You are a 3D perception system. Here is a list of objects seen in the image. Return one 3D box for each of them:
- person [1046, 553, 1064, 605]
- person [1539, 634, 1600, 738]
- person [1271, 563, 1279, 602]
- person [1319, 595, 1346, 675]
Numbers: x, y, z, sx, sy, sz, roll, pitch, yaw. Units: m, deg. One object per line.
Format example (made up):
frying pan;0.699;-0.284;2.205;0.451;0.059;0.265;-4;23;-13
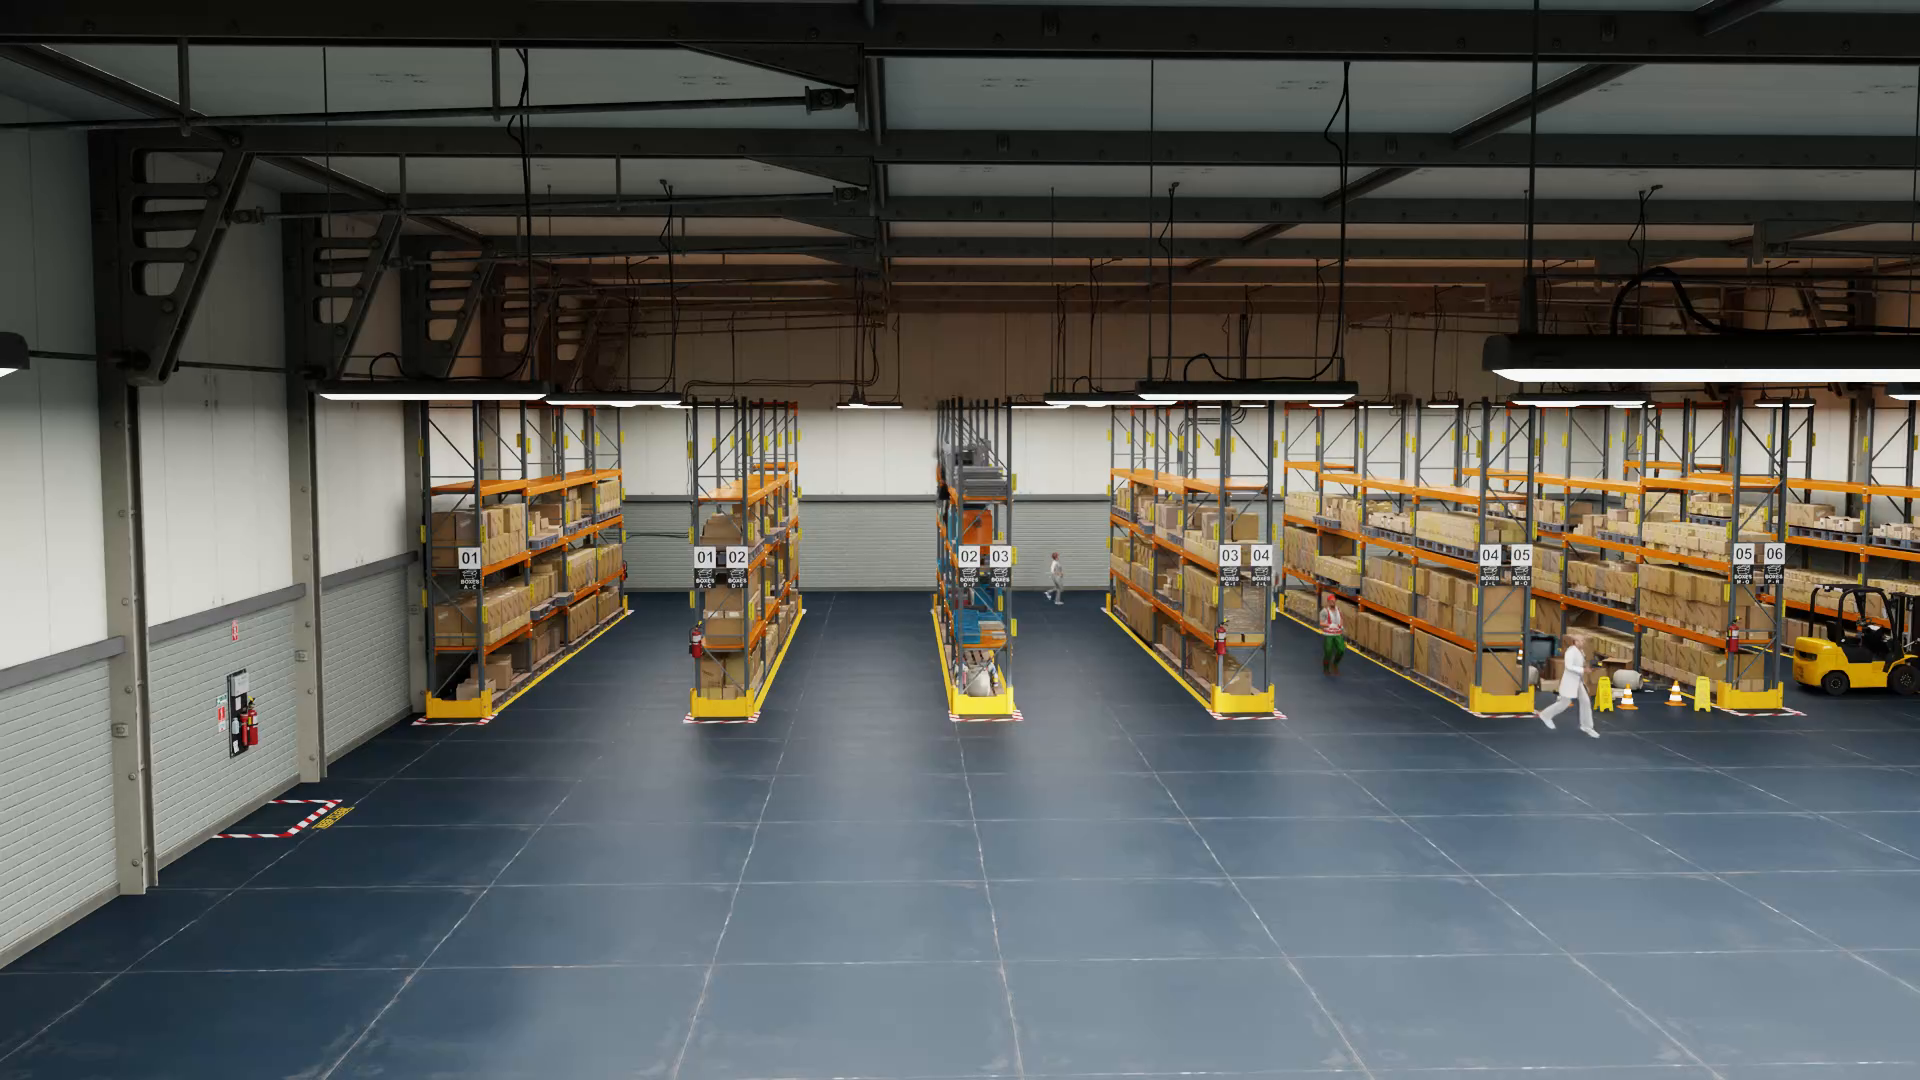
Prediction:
person;2.811;1.139;49.336;0.567;1.548;0.535;1;5;13
person;10.834;2.559;29.508;1.088;1.805;0.740;3;6;38
person;8.222;1.435;44.718;0.666;1.726;0.973;-1;5;-15
person;8.061;2.055;35.881;0.638;1.750;0.661;-1;5;-12
